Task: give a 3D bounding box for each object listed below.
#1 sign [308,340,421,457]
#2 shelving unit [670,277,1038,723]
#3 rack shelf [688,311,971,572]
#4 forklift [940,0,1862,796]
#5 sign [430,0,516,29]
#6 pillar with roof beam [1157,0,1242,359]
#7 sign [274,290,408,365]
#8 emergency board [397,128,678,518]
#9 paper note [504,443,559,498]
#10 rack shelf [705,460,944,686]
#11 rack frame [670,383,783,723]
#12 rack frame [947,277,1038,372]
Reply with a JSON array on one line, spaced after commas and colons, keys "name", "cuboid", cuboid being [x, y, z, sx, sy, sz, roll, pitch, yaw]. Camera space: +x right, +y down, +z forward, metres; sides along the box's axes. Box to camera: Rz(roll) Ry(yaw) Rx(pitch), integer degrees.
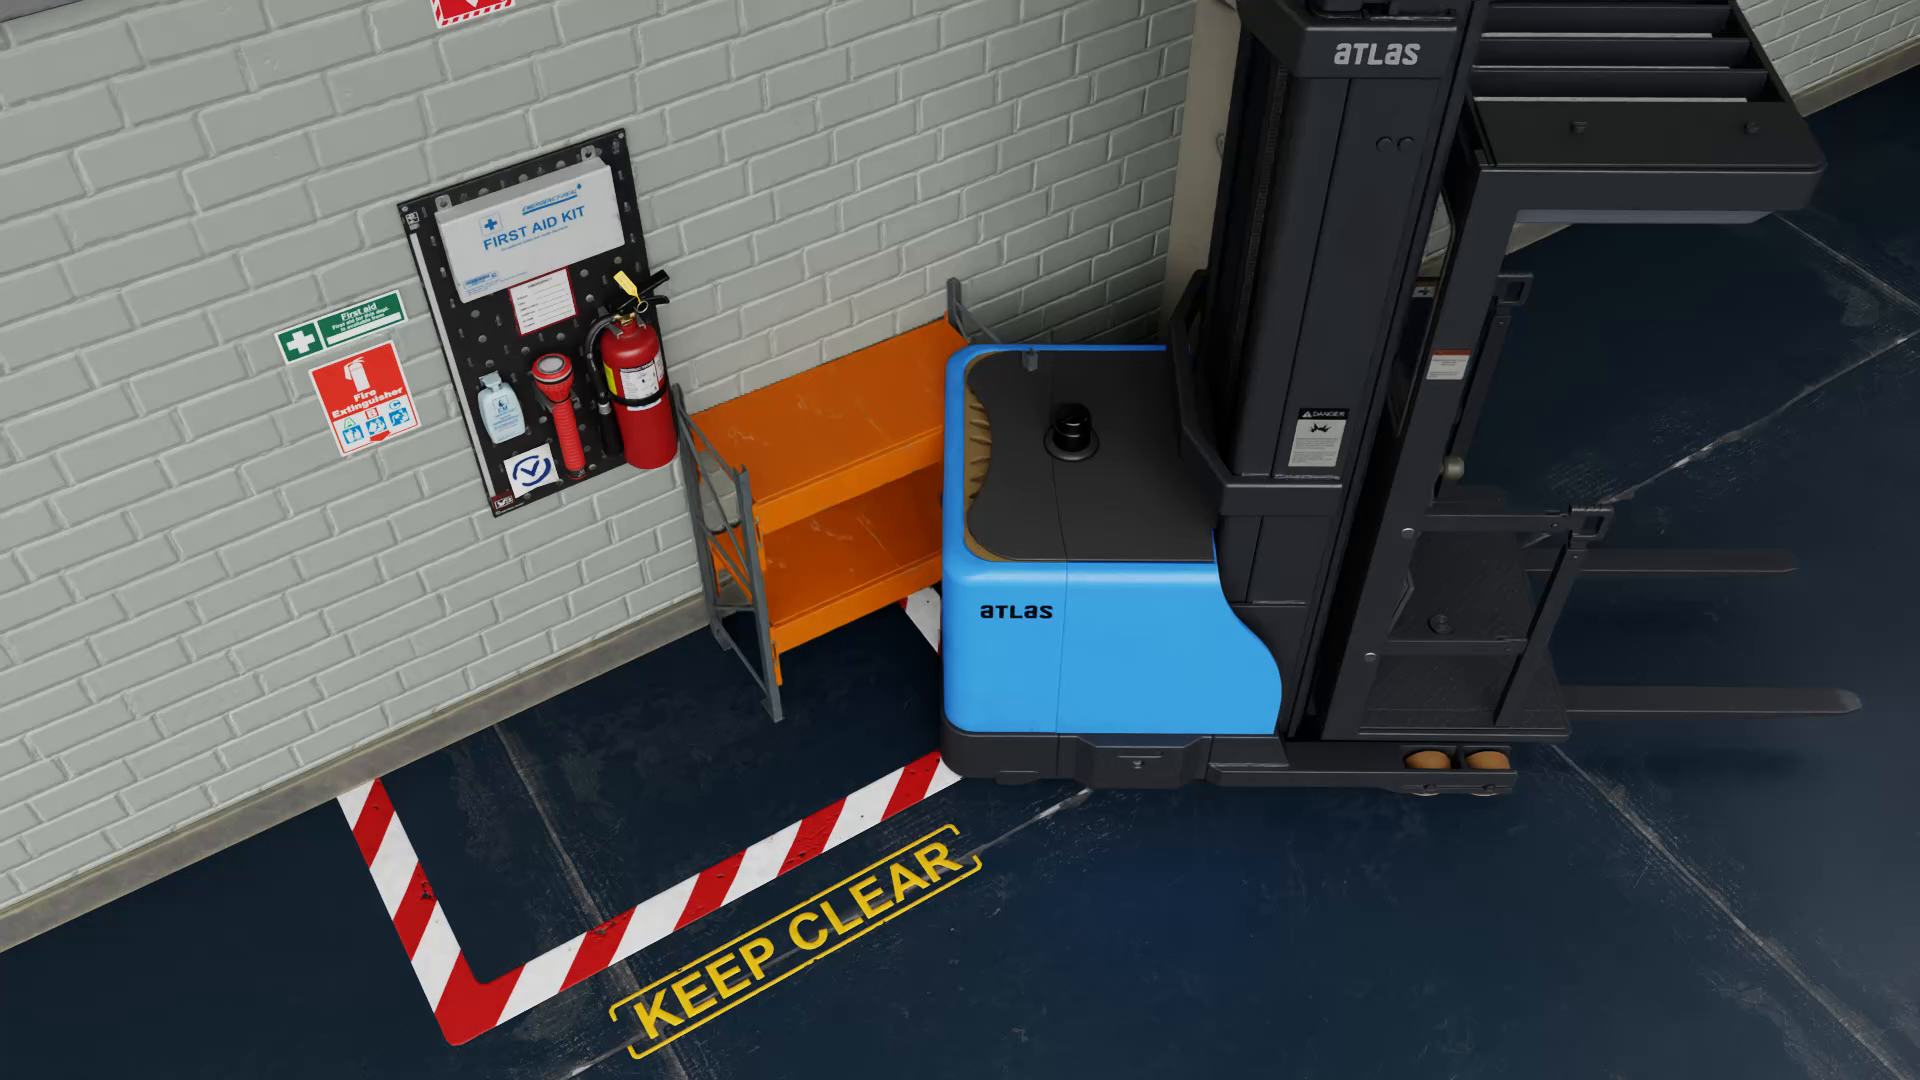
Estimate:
[{"name": "sign", "cuboid": [-1.628, -0.386, 4.561, 0.234, 0.329, 0.001, -25, 53, -21]}, {"name": "shelving unit", "cuboid": [-0.322, -0.128, 5.586, 1.048, 1.125, 0.538, -24, 48, -22]}, {"name": "rack shelf", "cuboid": [-0.326, -0.339, 5.383, 1.000, 0.278, 0.538, -24, 48, -22]}, {"name": "forklift", "cuboid": [1.453, -0.530, 4.760, 3.031, 2.935, 1.130, 0, 48, 0]}, {"name": "sign", "cuboid": [-1.165, -1.360, 3.900, 0.199, 0.298, 0.001, -25, 53, -21]}, {"name": "pillar with roof beam", "cuboid": [3.302, -0.766, 0.906, 0.400, 9.000, 9.100, -25, 53, -21]}, {"name": "sign", "cuboid": [-1.619, -0.558, 4.360, 0.331, 0.109, 0.001, -25, 53, -21]}, {"name": "emergency board", "cuboid": [-1.105, -0.529, 4.713, 0.643, 1.169, 0.194, -25, 53, -21]}, {"name": "paper note", "cuboid": [-1.292, -0.209, 5.018, 0.142, 0.148, 0.016, -25, 53, -21]}, {"name": "rack shelf", "cuboid": [-0.318, 0.047, 5.756, 1.000, 0.278, 0.538, -24, 48, -22]}, {"name": "rack frame", "cuboid": [-0.753, 0.063, 5.398, 0.032, 1.125, 0.500, -24, 48, -22]}, {"name": "rack frame", "cuboid": [0.110, -0.320, 5.774, 0.032, 1.125, 0.500, -24, 48, -22]}]
